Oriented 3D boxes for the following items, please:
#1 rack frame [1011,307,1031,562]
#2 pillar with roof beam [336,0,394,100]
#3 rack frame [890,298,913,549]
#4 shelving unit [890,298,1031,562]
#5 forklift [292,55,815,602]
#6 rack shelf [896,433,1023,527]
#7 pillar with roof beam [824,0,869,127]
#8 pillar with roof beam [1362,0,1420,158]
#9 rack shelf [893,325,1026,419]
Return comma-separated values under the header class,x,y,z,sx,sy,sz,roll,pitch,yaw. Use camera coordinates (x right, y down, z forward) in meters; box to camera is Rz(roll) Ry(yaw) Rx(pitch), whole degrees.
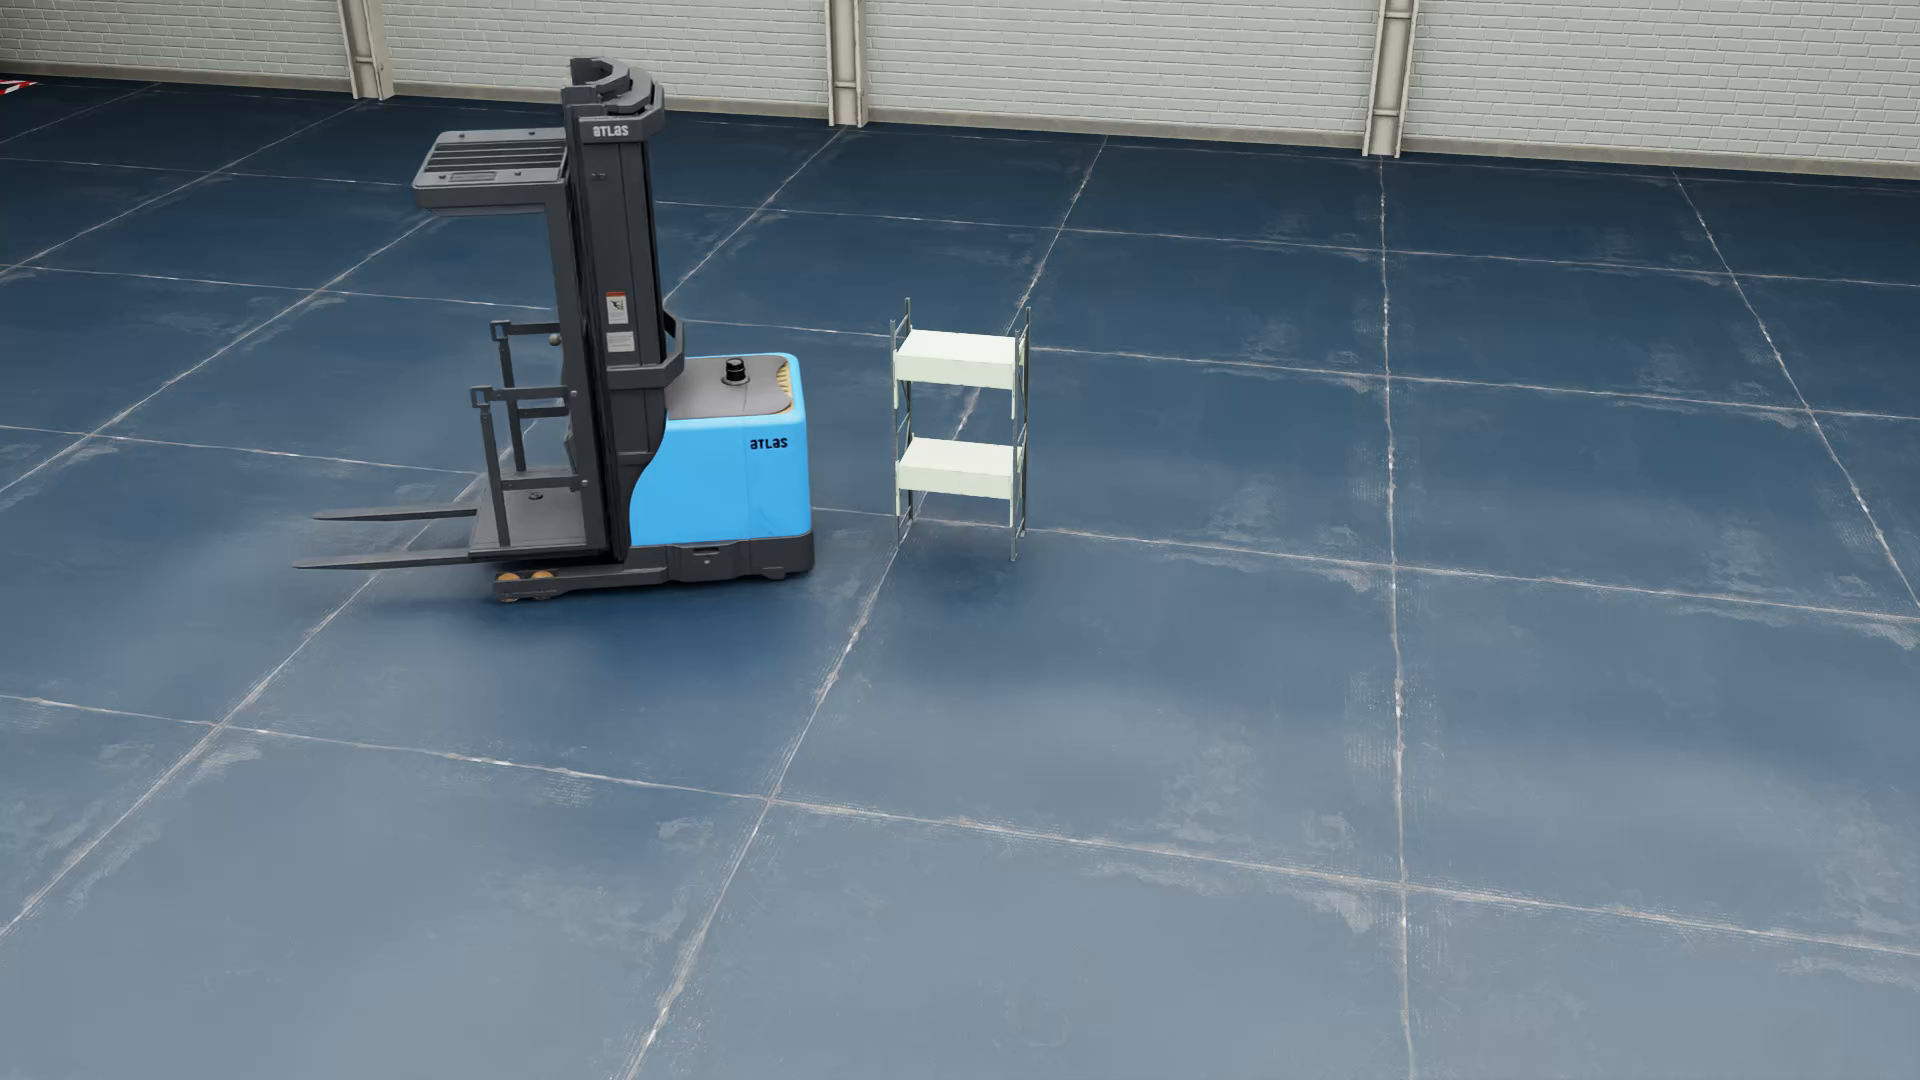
class,x,y,z,sx,sy,sz,roll,pitch,yaw
rack frame,0.364,-0.620,9.984,0.023,1.500,0.400,6,29,11
pillar with roof beam,-8.050,-7.346,14.460,0.400,9.000,9.100,6,29,11
rack frame,-0.351,-0.694,10.118,0.023,1.500,0.400,6,29,11
shelving unit,0.007,-0.657,10.051,0.755,1.500,0.431,6,29,11
forklift,-2.432,-1.192,9.537,3.031,2.935,1.130,-4,29,-7
rack shelf,0.007,-0.371,10.207,0.720,0.370,0.431,6,29,11
pillar with roof beam,-2.183,-6.744,13.361,0.400,9.000,9.100,6,29,11
pillar with roof beam,3.685,-6.143,12.262,0.400,9.000,9.100,6,29,11
rack shelf,0.007,-1.000,9.863,0.720,0.370,0.431,6,29,11
